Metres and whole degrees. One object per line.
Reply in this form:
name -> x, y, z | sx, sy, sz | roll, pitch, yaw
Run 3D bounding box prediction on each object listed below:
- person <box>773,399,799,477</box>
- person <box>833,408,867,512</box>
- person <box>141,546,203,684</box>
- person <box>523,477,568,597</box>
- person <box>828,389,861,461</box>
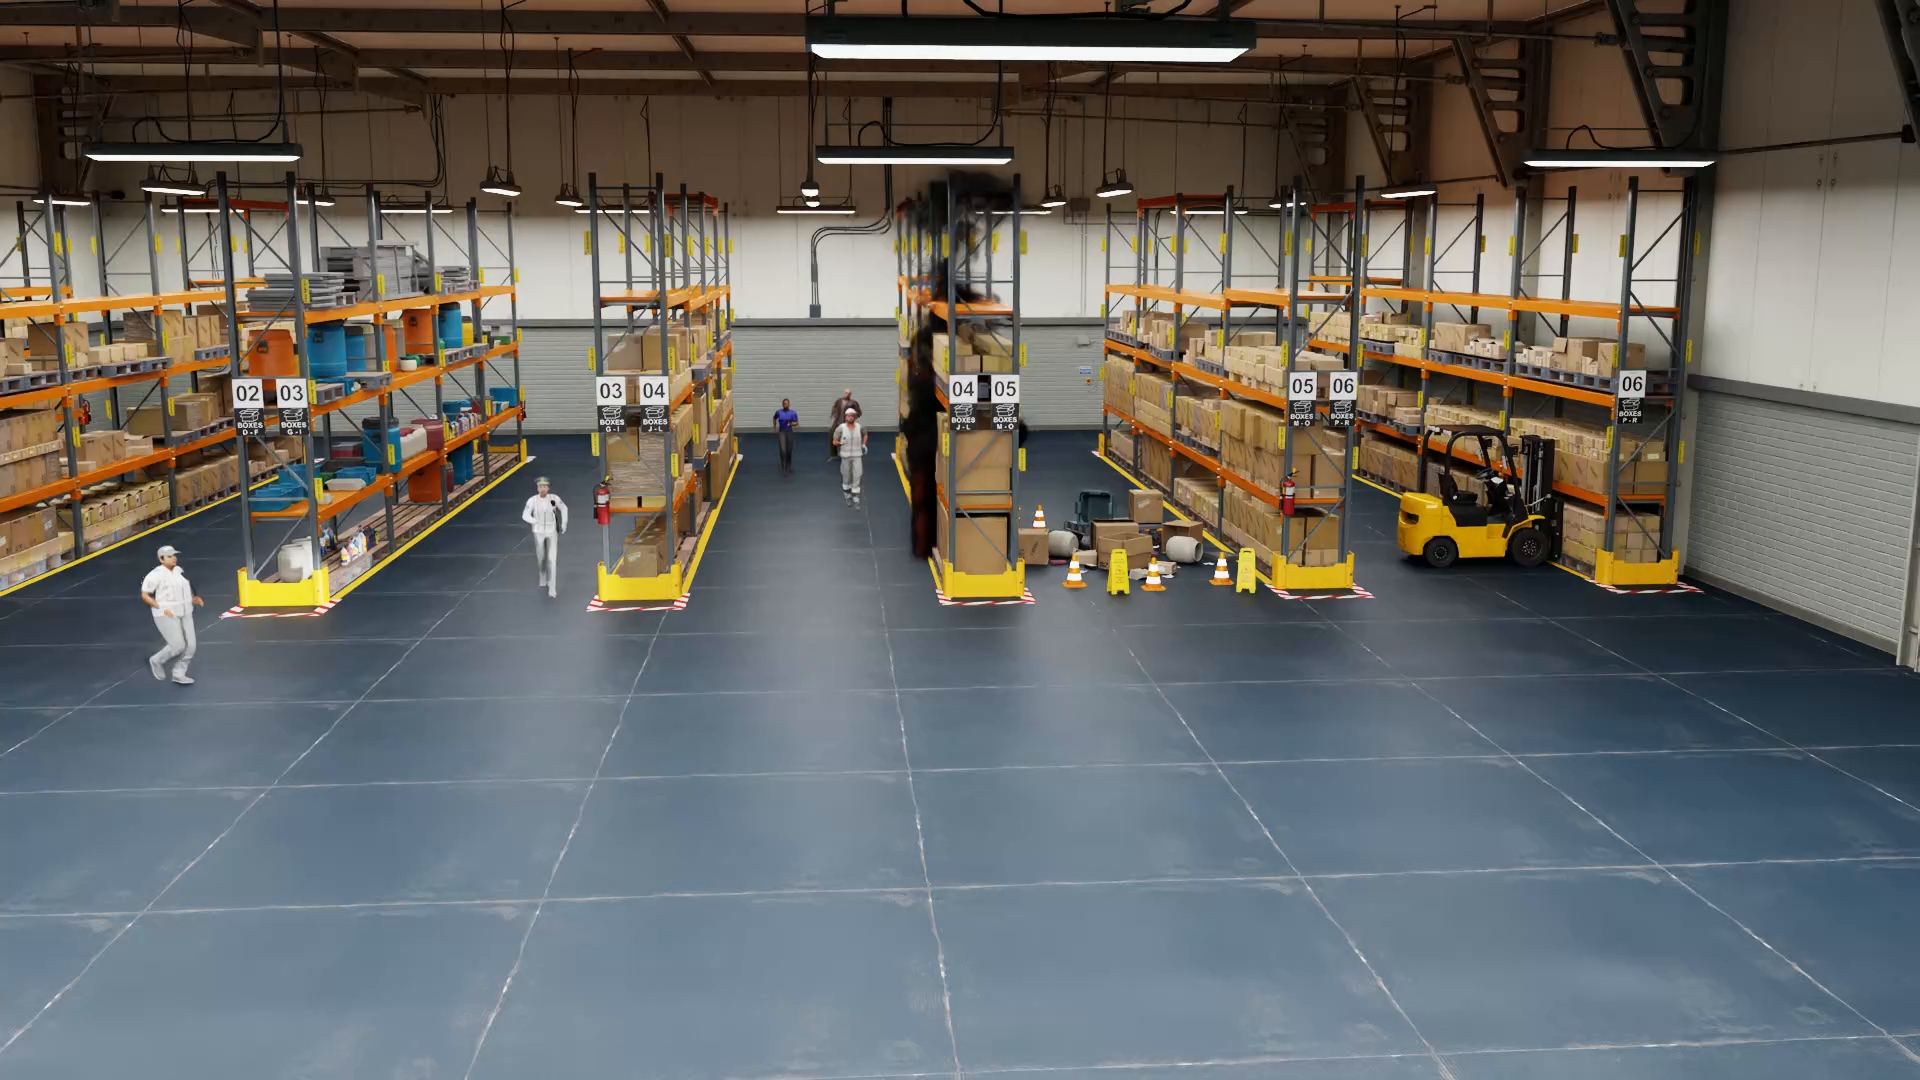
person -> -3.845, -2.285, 36.825 | 0.548, 1.704, 0.834 | -2, 10, -9
person -> -1.967, -1.462, 29.988 | 0.644, 1.826, 0.851 | -1, 10, -7
person -> -9.047, 0.865, 19.146 | 0.568, 1.618, 0.603 | 4, 11, 20
person -> -6.045, -0.074, 24.271 | 0.631, 1.743, 0.792 | -2, 10, -12
person -> -2.688, -2.717, 39.366 | 0.774, 1.746, 0.781 | 4, 11, 19
